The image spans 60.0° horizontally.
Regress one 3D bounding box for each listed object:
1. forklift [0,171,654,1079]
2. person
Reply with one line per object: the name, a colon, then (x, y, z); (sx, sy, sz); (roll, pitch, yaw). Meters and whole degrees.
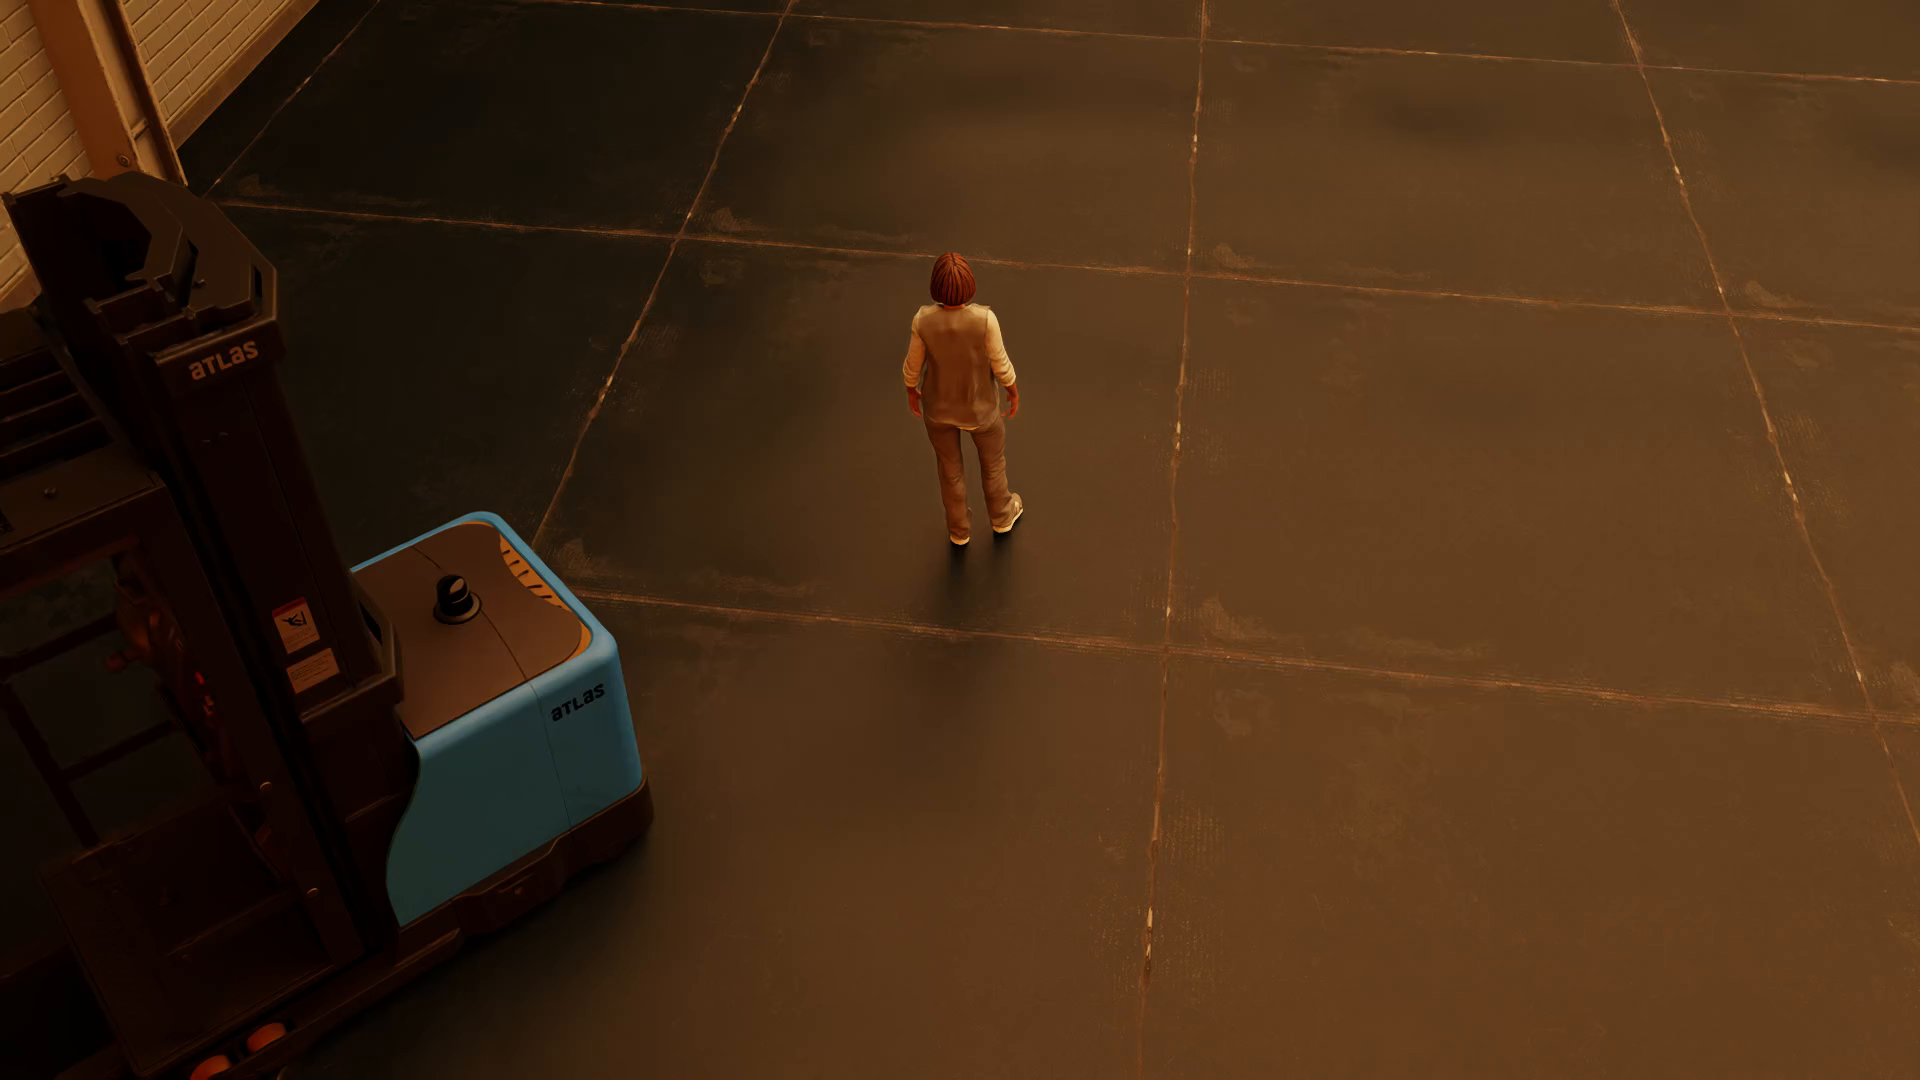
forklift: (-2.670, 0.462, 5.222); (3.031, 2.935, 1.130); (-29, 50, -28)
person: (0.024, -0.642, 7.399); (0.521, 1.599, 0.473); (5, 43, 6)
